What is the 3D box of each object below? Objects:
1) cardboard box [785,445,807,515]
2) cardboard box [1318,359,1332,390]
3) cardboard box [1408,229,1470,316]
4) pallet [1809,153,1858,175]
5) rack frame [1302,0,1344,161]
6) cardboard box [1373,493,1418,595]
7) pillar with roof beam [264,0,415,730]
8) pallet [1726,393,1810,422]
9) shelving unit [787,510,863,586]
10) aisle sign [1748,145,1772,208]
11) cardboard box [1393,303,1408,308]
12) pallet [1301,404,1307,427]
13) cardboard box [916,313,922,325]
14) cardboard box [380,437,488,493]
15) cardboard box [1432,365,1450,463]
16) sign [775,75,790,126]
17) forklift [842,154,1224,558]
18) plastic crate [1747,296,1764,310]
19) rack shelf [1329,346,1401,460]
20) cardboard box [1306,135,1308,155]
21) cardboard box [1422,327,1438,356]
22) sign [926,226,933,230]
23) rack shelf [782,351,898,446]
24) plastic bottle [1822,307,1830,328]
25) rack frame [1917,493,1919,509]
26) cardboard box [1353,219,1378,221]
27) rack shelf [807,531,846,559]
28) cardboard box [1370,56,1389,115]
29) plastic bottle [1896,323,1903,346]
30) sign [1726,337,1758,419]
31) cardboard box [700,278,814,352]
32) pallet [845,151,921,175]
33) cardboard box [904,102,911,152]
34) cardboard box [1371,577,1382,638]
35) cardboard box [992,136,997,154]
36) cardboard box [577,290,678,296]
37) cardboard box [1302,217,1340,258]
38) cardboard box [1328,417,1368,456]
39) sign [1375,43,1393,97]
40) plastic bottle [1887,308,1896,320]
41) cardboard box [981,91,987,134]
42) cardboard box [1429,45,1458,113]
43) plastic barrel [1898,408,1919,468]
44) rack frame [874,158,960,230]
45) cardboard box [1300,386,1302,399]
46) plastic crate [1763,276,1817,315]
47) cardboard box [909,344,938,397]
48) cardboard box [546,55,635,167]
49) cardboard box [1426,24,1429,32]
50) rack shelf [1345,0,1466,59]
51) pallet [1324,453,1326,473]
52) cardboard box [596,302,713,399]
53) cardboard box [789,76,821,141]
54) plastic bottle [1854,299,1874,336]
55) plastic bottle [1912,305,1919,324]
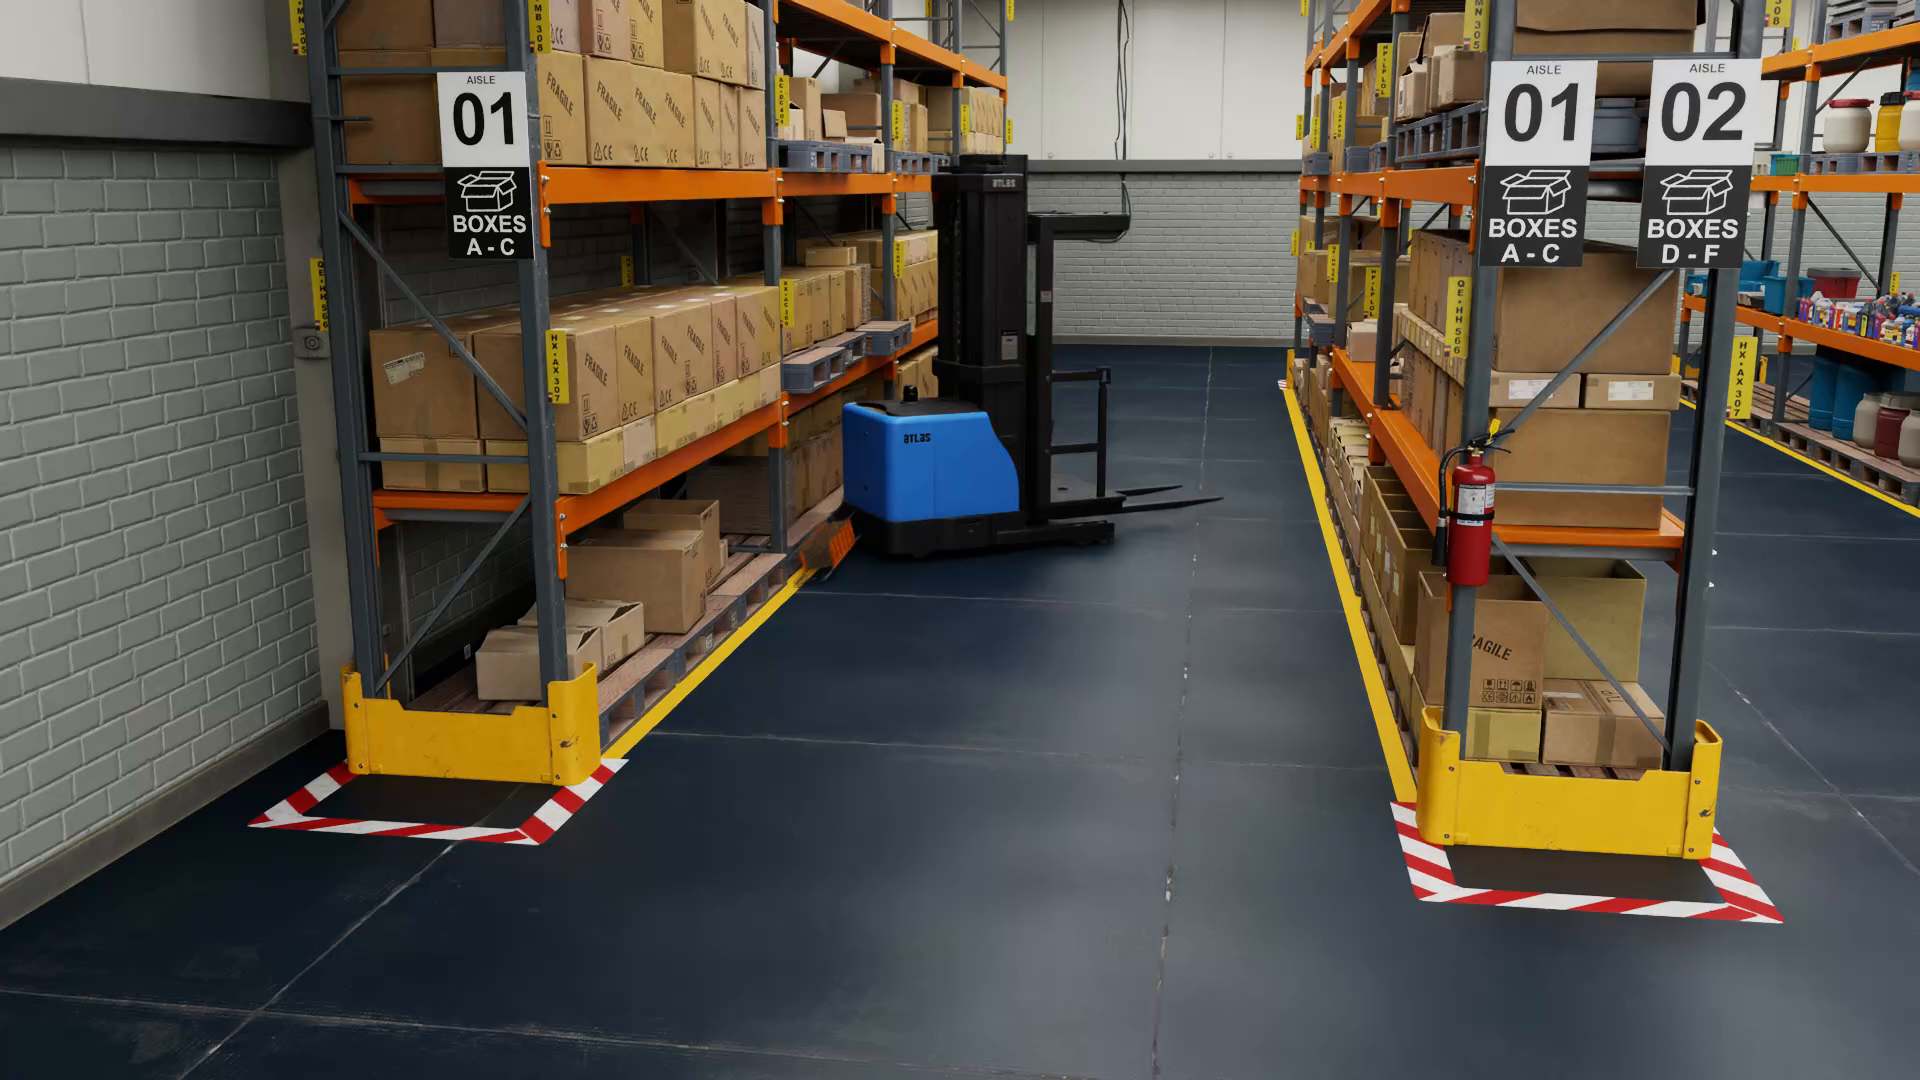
[{"bbox_3d":[-1.588,-0.453,12.863,0.700,0.500,0.500,2,12,8],"label":"cardboard box"},{"bbox_3d":[3.866,-1.657,16.669,0.500,0.250,0.500,2,12,8],"label":"cardboard box"},{"bbox_3d":[3.119,-1.627,10.108,0.700,0.500,0.500,2,12,9],"label":"cardboard box"},{"bbox_3d":[9.281,-3.749,16.596,1.213,0.211,1.003,2,12,9],"label":"pallet"},{"bbox_3d":[5.026,-6.468,21.644,1.000,3.000,0.127,2,12,9],"label":"rack frame"},{"bbox_3d":[2.647,0.030,9.484,0.500,0.500,0.500,2,12,9],"label":"cardboard box"},{"bbox_3d":[1.177,-3.331,7.089,9.100,9.000,0.400,2,12,9],"label":"pillar with roof beam"},{"bbox_3d":[9.565,-1.587,19.856,1.003,0.211,1.213,2,12,9],"label":"pallet"},{"bbox_3d":[-0.960,0.046,11.949,0.258,0.189,1.200,-11,13,12],"label":"shelving unit"},{"bbox_3d":[10.221,-4.650,21.279,0.394,0.787,0.004,2,12,9],"label":"aisle sign"},{"bbox_3d":[3.554,-1.569,12.915,0.500,0.500,0.500,1,12,6],"label":"cardboard box"},{"bbox_3d":[4.518,-1.482,19.369,1.003,0.211,1.213,2,12,9],"label":"pallet"},{"bbox_3d":[-0.594,-2.297,17.081,0.380,0.149,0.250,2,12,9],"label":"cardboard box"},{"bbox_3d":[-2.449,-0.404,8.057,0.500,0.250,0.500,2,12,9],"label":"cardboard box"},{"bbox_3d":[2.886,-0.672,8.755,0.700,0.500,0.500,2,12,10],"label":"cardboard box"},{"bbox_3d":[-1.177,-2.900,10.981,0.100,0.325,0.005,2,12,9],"label":"sign"},{"bbox_3d":[0.639,-1.486,12.929,3.031,2.935,1.130,-6,13,-24],"label":"forklift"},{"bbox_3d":[9.212,-2.678,18.808,0.437,0.125,0.590,2,12,9],"label":"plastic crate"},{"bbox_3d":[3.489,-1.102,12.692,1.077,0.370,4.000,2,12,9],"label":"rack shelf"},{"bbox_3d":[4.536,-4.866,20.500,0.500,0.250,0.500,2,12,9],"label":"cardboard box"},{"bbox_3d":[2.754,-1.085,9.130,0.380,0.149,0.250,2,12,7],"label":"cardboard box"},{"bbox_3d":[-0.416,-4.176,23.007,0.100,0.325,0.005,2,12,9],"label":"sign"},{"bbox_3d":[-1.407,-1.261,13.434,1.077,0.370,4.000,2,12,9],"label":"rack shelf"},{"bbox_3d":[8.741,-2.240,16.740,0.097,0.201,0.097,0,12,0],"label":"plastic bottle"},{"bbox_3d":[8.690,-1.708,13.800,1.000,3.000,0.127,2,12,9],"label":"rack frame"},{"bbox_3d":[4.920,-3.543,19.704,0.500,0.500,0.500,2,12,7],"label":"cardboard box"},{"bbox_3d":[-0.967,0.058,11.907,0.258,0.180,0.103,-11,13,12],"label":"rack shelf"},{"bbox_3d":[3.869,-3.964,14.537,0.500,0.500,0.500,2,12,9],"label":"cardboard box"},{"bbox_3d":[8.447,-1.841,14.890,0.097,0.201,0.097,0,12,0],"label":"plastic bottle"},{"bbox_3d":[3.113,-0.647,6.632,0.100,0.325,0.005,2,12,9],"label":"sign"},{"bbox_3d":[-1.509,-1.682,12.394,0.700,0.500,0.500,3,13,14],"label":"cardboard box"},{"bbox_3d":[-1.053,-3.539,15.623,1.213,0.211,1.003,2,12,11],"label":"pallet"},{"bbox_3d":[-0.890,-4.192,16.925,0.700,0.500,0.500,2,12,9],"label":"cardboard box"},{"bbox_3d":[2.646,0.396,9.564,0.500,0.250,0.500,2,12,9],"label":"cardboard box"},{"bbox_3d":[0.202,-5.072,21.412,0.500,0.250,0.500,1,12,7],"label":"cardboard box"},{"bbox_3d":[-2.076,-1.301,10.439,0.500,0.500,0.500,2,12,8],"label":"cardboard box"},{"bbox_3d":[4.543,-3.776,20.782,0.500,0.500,0.500,2,12,9],"label":"cardboard box"},{"bbox_3d":[3.425,-0.905,14.273,0.500,0.311,0.500,2,12,11],"label":"cardboard box"},{"bbox_3d":[2.643,-2.925,10.353,0.100,0.325,0.005,2,12,9],"label":"sign"},{"bbox_3d":[8.677,-2.021,15.528,0.061,0.283,0.133,2,12,9],"label":"plastic bottle"},{"bbox_3d":[0.046,-5.225,20.341,0.500,0.500,0.500,2,12,9],"label":"cardboard box"},{"bbox_3d":[2.568,-2.265,8.145,0.500,0.311,0.500,3,13,15],"label":"cardboard box"},{"bbox_3d":[8.747,-0.920,15.052,0.421,0.512,0.421,0,12,0],"label":"plastic barrel"},{"bbox_3d":[-0.484,-2.862,19.153,1.000,3.000,0.127,2,12,9],"label":"rack frame"},{"bbox_3d":[4.217,-1.731,19.630,0.380,0.149,0.250,2,12,9],"label":"cardboard box"},{"bbox_3d":[9.040,-2.671,18.162,0.392,0.384,0.575,2,12,9],"label":"plastic crate"},{"bbox_3d":[-0.589,-1.692,17.829,0.750,0.750,0.750,2,12,10],"label":"cardboard box"},{"bbox_3d":[-1.913,-2.061,8.032,0.500,0.500,0.500,3,12,12],"label":"cardboard box"},{"bbox_3d":[3.315,-3.129,10.851,0.500,0.500,0.500,2,12,9],"label":"cardboard box"},{"bbox_3d":[3.489,-3.839,12.103,1.077,0.370,4.000,2,12,9],"label":"rack shelf"},{"bbox_3d":[3.948,-0.661,15.558,1.003,0.211,1.213,2,12,9],"label":"pallet"},{"bbox_3d":[-1.720,-1.074,9.387,0.500,0.500,0.500,2,12,10],"label":"cardboard box"},{"bbox_3d":[-1.362,-3.285,12.763,0.500,0.500,0.500,1,12,7],"label":"cardboard box"},{"bbox_3d":[8.621,-2.118,15.819,0.144,0.351,0.185,2,12,9],"label":"plastic bottle"},{"bbox_3d":[9.248,-2.128,16.055,0.097,0.271,0.097,0,12,0],"label":"plastic bottle"}]
